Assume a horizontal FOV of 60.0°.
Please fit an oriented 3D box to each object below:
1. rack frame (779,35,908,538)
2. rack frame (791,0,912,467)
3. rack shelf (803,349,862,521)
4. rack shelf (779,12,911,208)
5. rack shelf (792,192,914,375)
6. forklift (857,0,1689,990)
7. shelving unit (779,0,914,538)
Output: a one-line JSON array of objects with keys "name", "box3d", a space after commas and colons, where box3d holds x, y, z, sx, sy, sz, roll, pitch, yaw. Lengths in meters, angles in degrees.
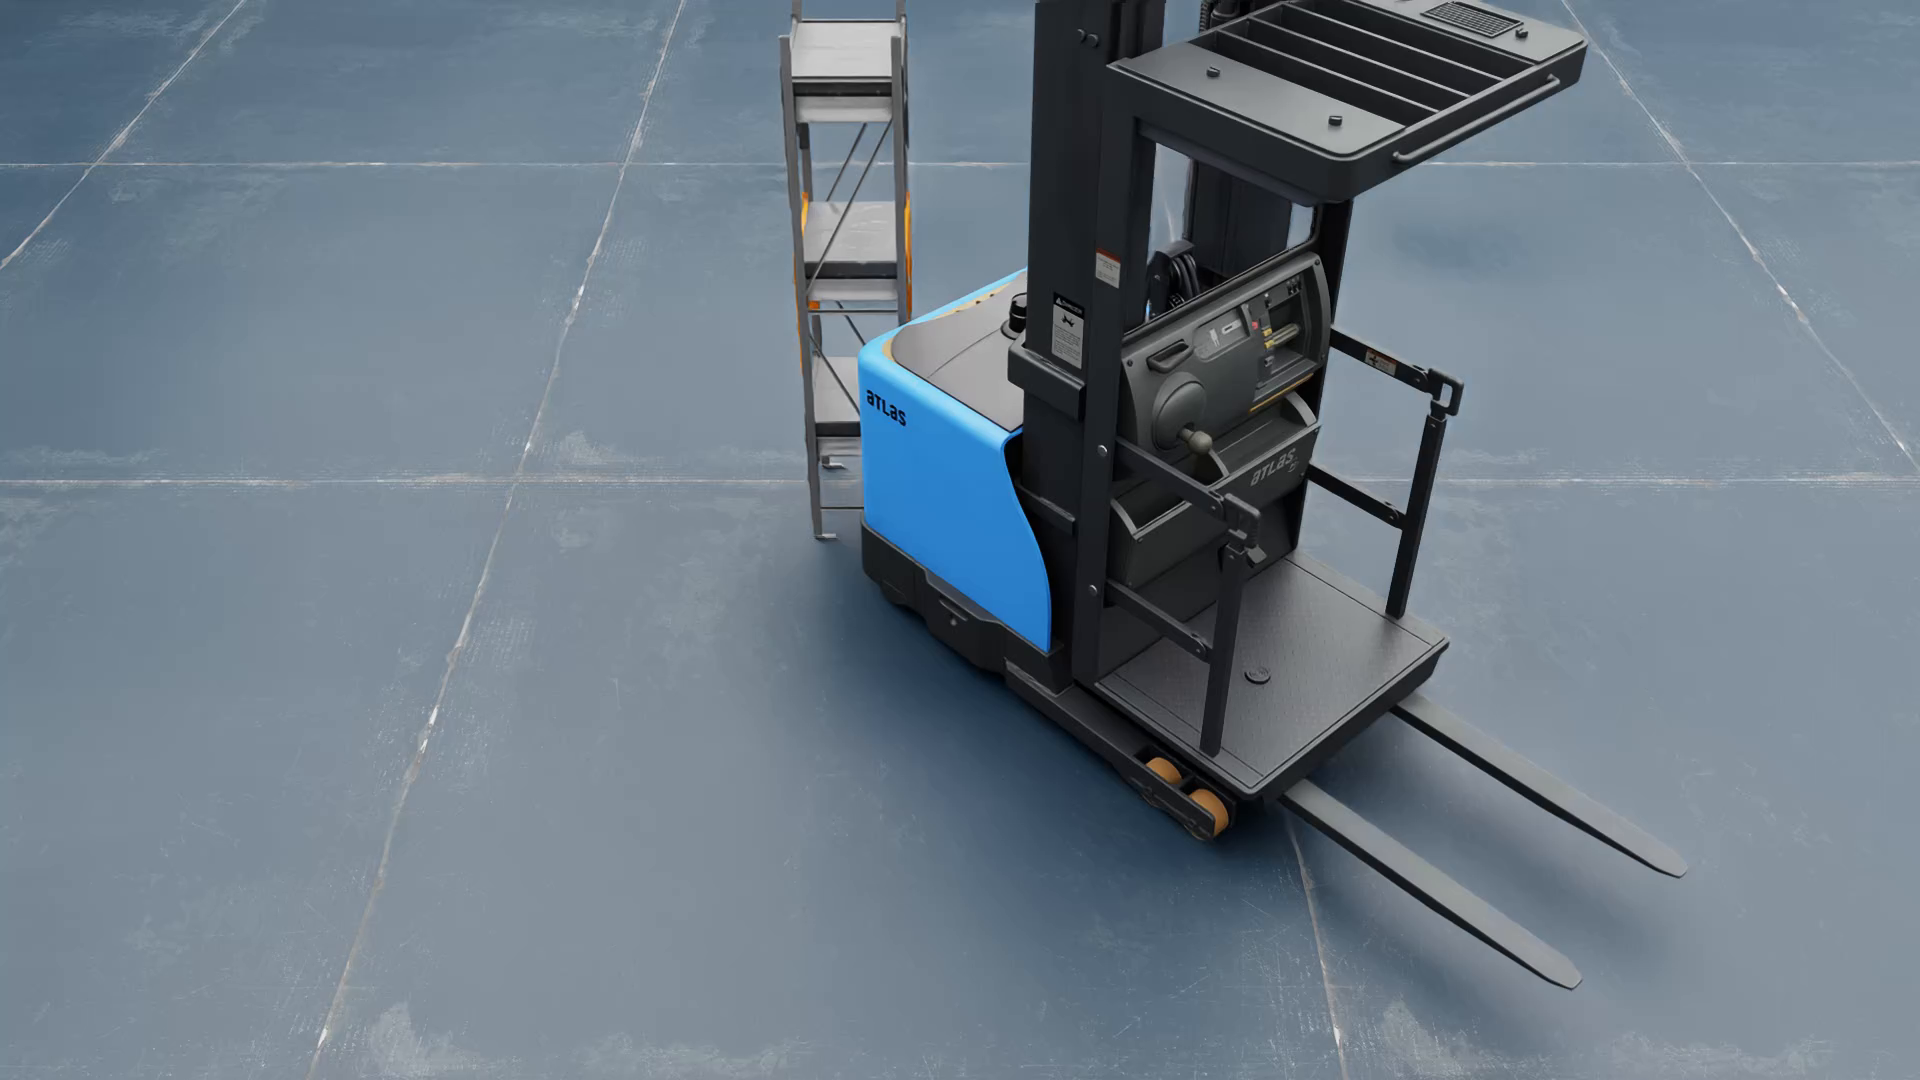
[{"name": "rack frame", "box3d": [-0.393, -0.832, 6.109, 0.400, 2.100, 0.015, 0, 39, 0]}, {"name": "rack frame", "box3d": [-0.395, -1.137, 6.490, 0.400, 2.100, 0.015, 0, 39, 0]}, {"name": "rack shelf", "box3d": [-0.394, -0.428, 6.746, 0.431, 0.518, 0.480, 0, 39, 0]}, {"name": "rack shelf", "box3d": [-0.394, -1.520, 5.870, 0.431, 0.518, 0.480, 0, 39, 0]}, {"name": "rack shelf", "box3d": [-0.394, -0.974, 6.308, 0.431, 0.518, 0.480, 0, 39, 0]}, {"name": "forklift", "box3d": [0.984, -0.516, 5.050, 1.130, 2.935, 3.031, -30, 47, -32]}, {"name": "shelving unit", "box3d": [-0.394, -0.984, 6.299, 0.431, 2.100, 0.503, 0, 39, 0]}]
